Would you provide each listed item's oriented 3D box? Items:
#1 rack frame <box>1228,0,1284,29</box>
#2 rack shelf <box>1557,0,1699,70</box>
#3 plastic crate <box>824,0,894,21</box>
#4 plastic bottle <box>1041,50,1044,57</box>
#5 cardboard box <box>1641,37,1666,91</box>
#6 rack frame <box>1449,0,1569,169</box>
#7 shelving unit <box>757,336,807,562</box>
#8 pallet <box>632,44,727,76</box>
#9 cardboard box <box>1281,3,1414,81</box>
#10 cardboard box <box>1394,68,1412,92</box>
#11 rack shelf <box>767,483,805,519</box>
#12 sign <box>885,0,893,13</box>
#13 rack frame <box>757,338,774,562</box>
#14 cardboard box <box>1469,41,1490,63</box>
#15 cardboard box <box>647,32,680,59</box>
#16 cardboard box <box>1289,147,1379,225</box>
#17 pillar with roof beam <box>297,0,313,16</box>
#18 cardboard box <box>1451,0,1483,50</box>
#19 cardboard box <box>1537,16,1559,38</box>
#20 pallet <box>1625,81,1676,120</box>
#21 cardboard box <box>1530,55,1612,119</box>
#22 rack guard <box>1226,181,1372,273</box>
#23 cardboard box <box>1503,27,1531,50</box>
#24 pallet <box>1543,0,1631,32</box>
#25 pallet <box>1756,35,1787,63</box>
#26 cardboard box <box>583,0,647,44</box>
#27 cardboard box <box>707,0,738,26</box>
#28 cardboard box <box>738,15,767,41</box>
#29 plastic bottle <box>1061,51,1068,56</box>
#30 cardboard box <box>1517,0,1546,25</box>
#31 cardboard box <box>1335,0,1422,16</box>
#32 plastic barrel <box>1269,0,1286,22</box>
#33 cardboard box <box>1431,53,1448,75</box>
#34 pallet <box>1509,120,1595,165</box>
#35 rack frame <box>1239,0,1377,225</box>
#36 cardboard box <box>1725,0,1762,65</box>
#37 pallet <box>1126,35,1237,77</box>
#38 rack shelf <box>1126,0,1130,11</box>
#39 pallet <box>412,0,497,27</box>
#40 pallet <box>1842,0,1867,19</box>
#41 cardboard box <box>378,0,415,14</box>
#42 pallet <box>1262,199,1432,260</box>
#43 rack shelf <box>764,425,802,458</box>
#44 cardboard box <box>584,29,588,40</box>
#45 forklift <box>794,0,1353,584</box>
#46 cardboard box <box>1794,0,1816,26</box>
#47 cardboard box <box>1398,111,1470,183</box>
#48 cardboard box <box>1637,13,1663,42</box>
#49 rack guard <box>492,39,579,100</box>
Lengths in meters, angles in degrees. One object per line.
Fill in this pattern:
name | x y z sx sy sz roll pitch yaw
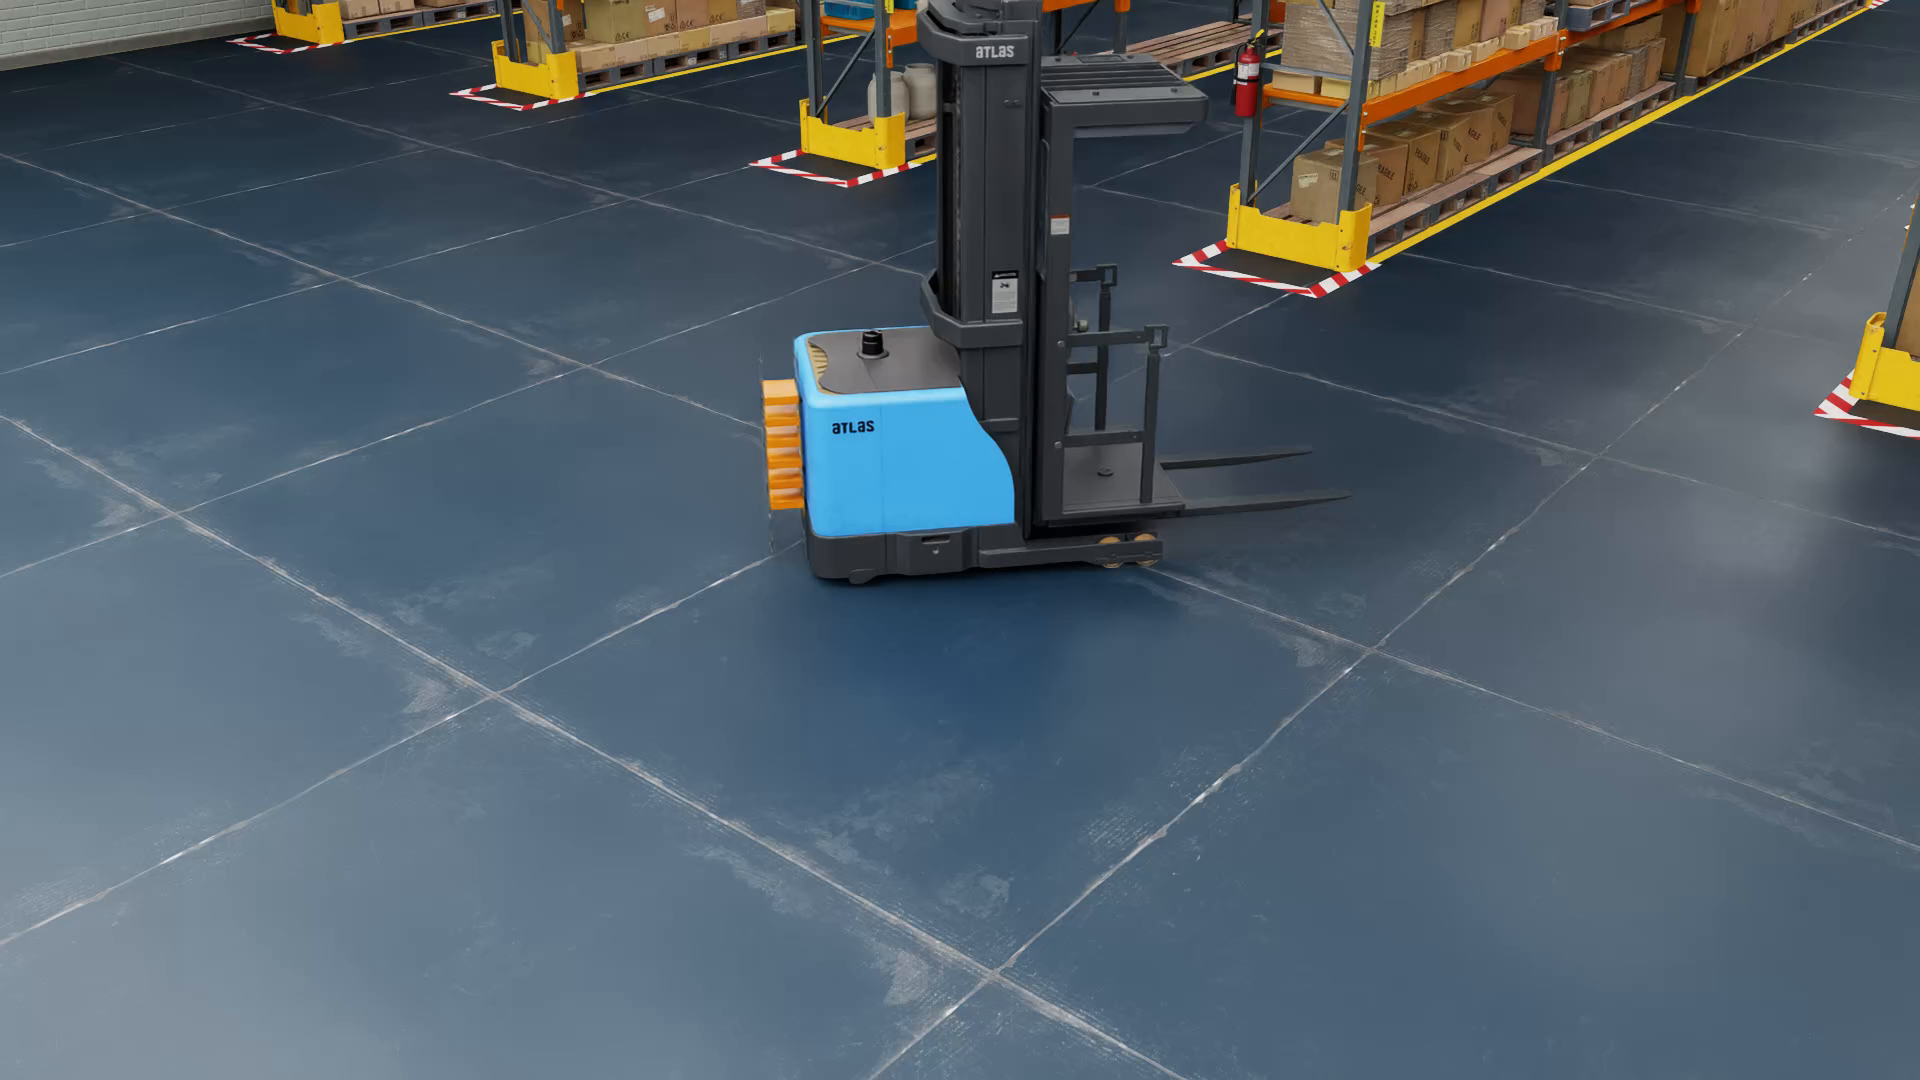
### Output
rack frame | 4.003 -7.966 21.385 1.000 3.000 0.127 21 34 34
rack shelf | 6.553 -5.490 17.381 1.077 0.370 4.000 21 34 34
plastic crate | -0.998 -5.329 16.448 0.499 0.251 0.616 21 34 34
plastic bottle | 0.918 -5.547 19.198 0.097 0.271 0.097 0 27 0
cardboard box | 7.414 -5.361 18.589 0.700 0.500 0.500 19 33 32
rack frame | 5.281 -5.101 15.845 1.000 3.000 0.127 21 34 34
shelving unit | -0.943 -0.473 8.859 0.189 1.200 0.258 -5 28 -9
pallet | -3.675 -6.055 20.724 1.003 0.211 1.213 21 34 34
cardboard box | 3.107 -4.046 13.374 0.875 0.500 0.500 21 34 34
cardboard box | 3.446 -3.770 13.546 0.380 0.149 0.250 21 34 34
rack shelf | -0.943 -0.220 8.989 0.180 0.103 0.258 -5 28 -9
sign | -0.664 -5.091 15.525 0.100 0.325 0.005 21 34 34
rack frame | -1.033 -0.466 8.845 0.006 1.200 0.240 -5 28 -9
cardboard box | 4.405 -4.299 14.570 0.380 0.149 0.250 21 34 34
cardboard box | -3.759 -6.025 20.167 0.500 0.250 0.500 21 34 34
cardboard box | 3.146 -2.975 14.000 0.500 0.500 0.500 -21 34 -35
pillar with roof beam | -5.631 -9.933 18.657 9.100 9.000 0.400 21 34 34
cardboard box | 4.011 -4.597 14.439 0.875 0.500 0.500 21 34 34
cardboard box | 5.371 -4.827 15.590 0.380 0.149 0.250 21 34 34
pallet | 7.327 -5.004 18.693 1.003 0.211 1.213 21 34 34
cardboard box | 6.361 -4.759 17.427 0.700 0.500 0.500 18 32 30
rack guard | 2.785 -2.599 13.730 1.175 0.500 0.348 21 34 34
cardboard box | 4.926 -4.549 15.052 0.380 0.149 0.250 21 34 34
pallet | 5.879 -5.244 16.331 1.003 0.211 1.213 21 34 34
pallet | 9.936 -6.403 21.397 1.003 0.211 1.213 21 34 34
cardboard box | -4.076 -6.180 19.652 0.500 0.500 0.500 21 34 34
cardboard box | -3.130 -6.715 20.685 0.500 0.500 0.500 21 34 34
cardboard box | -2.813 -6.560 21.201 0.500 0.250 0.500 21 34 34
plastic bottle | 1.160 -5.297 18.628 0.144 0.351 0.185 21 34 34
cardboard box | 4.947 -5.136 15.480 0.875 0.500 0.500 21 34 34
cardboard box | 3.296 -4.418 13.006 0.500 0.500 0.500 21 34 34
plastic barrel | 4.301 -7.367 22.132 0.600 0.830 0.708 21 34 34
cardboard box | 3.891 -4.047 14.083 0.380 0.149 0.250 21 34 34
pallet | 5.775 -4.139 17.020 1.003 0.211 1.213 21 34 34
rack frame | 2.736 -3.682 13.104 1.000 3.000 0.127 21 34 34
cardboard box | 8.853 -6.314 20.046 1.225 0.875 0.875 21 34 35
pallet | 2.704 -6.034 20.684 1.003 0.211 1.213 21 34 34
rack shelf | 2.731 -6.938 20.179 1.077 0.370 4.000 21 34 34
pallet | -7.362 -7.522 23.561 1.003 0.211 1.213 21 34 34
pallet | 12.465 -7.810 24.118 1.003 0.211 1.213 21 34 34
cardboard box | -7.858 -7.448 22.830 0.500 0.311 0.500 24 36 38
pallet | 3.329 -2.749 14.333 1.003 0.211 1.213 21 34 34
rack shelf | -0.943 -0.540 8.824 0.180 0.103 0.258 -5 28 -9
cardboard box | -4.484 -6.002 20.122 0.500 0.250 0.500 21 34 34
forklift | 0.642 -1.384 8.735 3.031 2.935 1.130 -5 28 -9
cardboard box | 10.851 -7.391 22.127 0.875 0.875 0.875 21 34 34
cardboard box | 4.302 -3.598 15.205 0.500 0.500 0.500 17 32 30
cardboard box | 7.422 -5.691 18.411 0.500 0.250 0.500 22 35 36
rack guard | -4.921 -5.460 19.261 1.175 0.500 0.348 21 34 34
